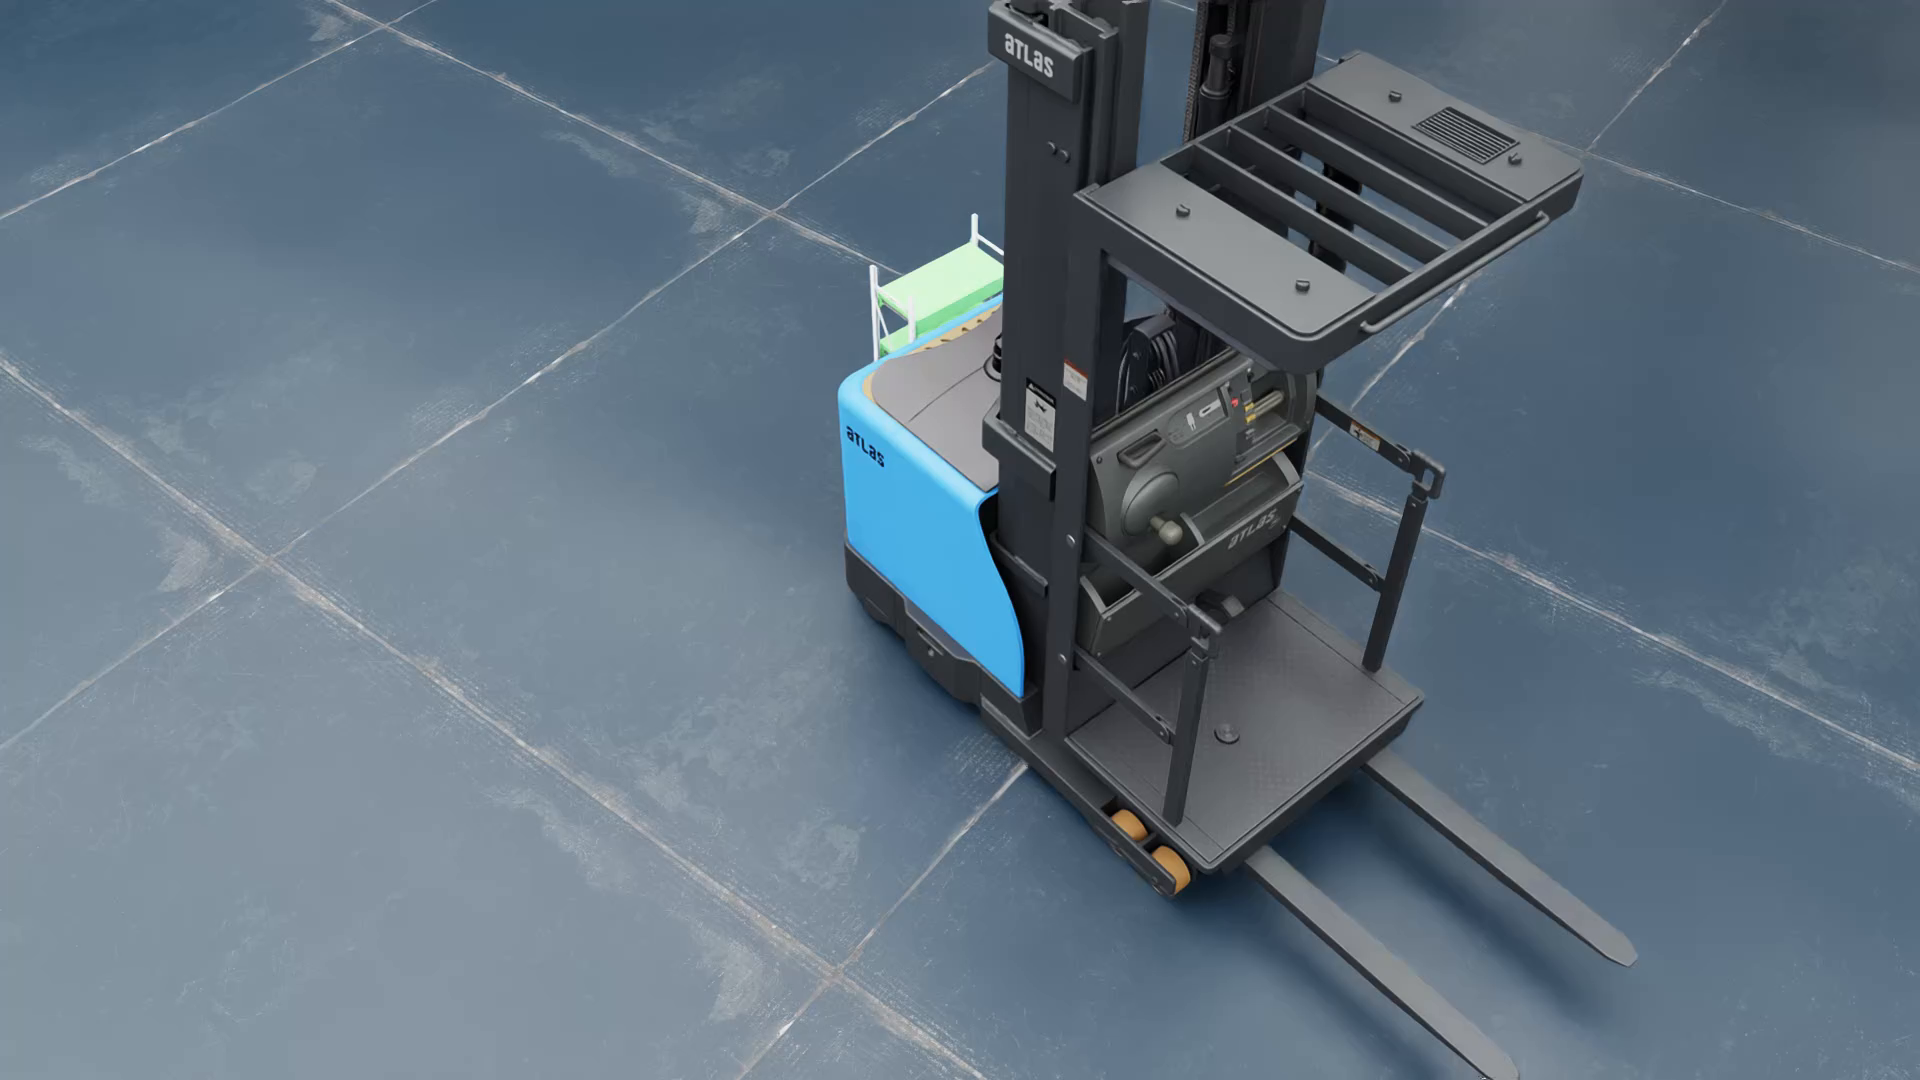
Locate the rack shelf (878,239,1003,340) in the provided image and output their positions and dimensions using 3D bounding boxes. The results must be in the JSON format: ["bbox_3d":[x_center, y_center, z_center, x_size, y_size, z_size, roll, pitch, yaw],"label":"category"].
[{"bbox_3d":[-0.058,-0.919,6.222,0.480,0.148,0.258,-32,54,-27],"label":"rack shelf"}]

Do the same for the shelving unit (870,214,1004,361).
[{"bbox_3d":[-0.058,-0.631,6.523,0.503,1.200,0.258,-32,54,-27],"label":"shelving unit"}]

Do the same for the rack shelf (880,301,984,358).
[{"bbox_3d":[-0.058,-0.753,6.396,0.480,0.148,0.258,-32,54,-27],"label":"rack shelf"}]

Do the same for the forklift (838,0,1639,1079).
[{"bbox_3d":[0.892,-0.235,4.947,1.130,2.935,3.031,-32,54,-27],"label":"forklift"}]

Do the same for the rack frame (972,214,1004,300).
[{"bbox_3d":[0.128,-0.745,6.632,0.015,1.200,0.240,-32,54,-27],"label":"rack frame"}]

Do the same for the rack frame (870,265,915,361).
[{"bbox_3d":[-0.244,-0.517,6.414,0.015,1.200,0.240,-32,54,-27],"label":"rack frame"}]
